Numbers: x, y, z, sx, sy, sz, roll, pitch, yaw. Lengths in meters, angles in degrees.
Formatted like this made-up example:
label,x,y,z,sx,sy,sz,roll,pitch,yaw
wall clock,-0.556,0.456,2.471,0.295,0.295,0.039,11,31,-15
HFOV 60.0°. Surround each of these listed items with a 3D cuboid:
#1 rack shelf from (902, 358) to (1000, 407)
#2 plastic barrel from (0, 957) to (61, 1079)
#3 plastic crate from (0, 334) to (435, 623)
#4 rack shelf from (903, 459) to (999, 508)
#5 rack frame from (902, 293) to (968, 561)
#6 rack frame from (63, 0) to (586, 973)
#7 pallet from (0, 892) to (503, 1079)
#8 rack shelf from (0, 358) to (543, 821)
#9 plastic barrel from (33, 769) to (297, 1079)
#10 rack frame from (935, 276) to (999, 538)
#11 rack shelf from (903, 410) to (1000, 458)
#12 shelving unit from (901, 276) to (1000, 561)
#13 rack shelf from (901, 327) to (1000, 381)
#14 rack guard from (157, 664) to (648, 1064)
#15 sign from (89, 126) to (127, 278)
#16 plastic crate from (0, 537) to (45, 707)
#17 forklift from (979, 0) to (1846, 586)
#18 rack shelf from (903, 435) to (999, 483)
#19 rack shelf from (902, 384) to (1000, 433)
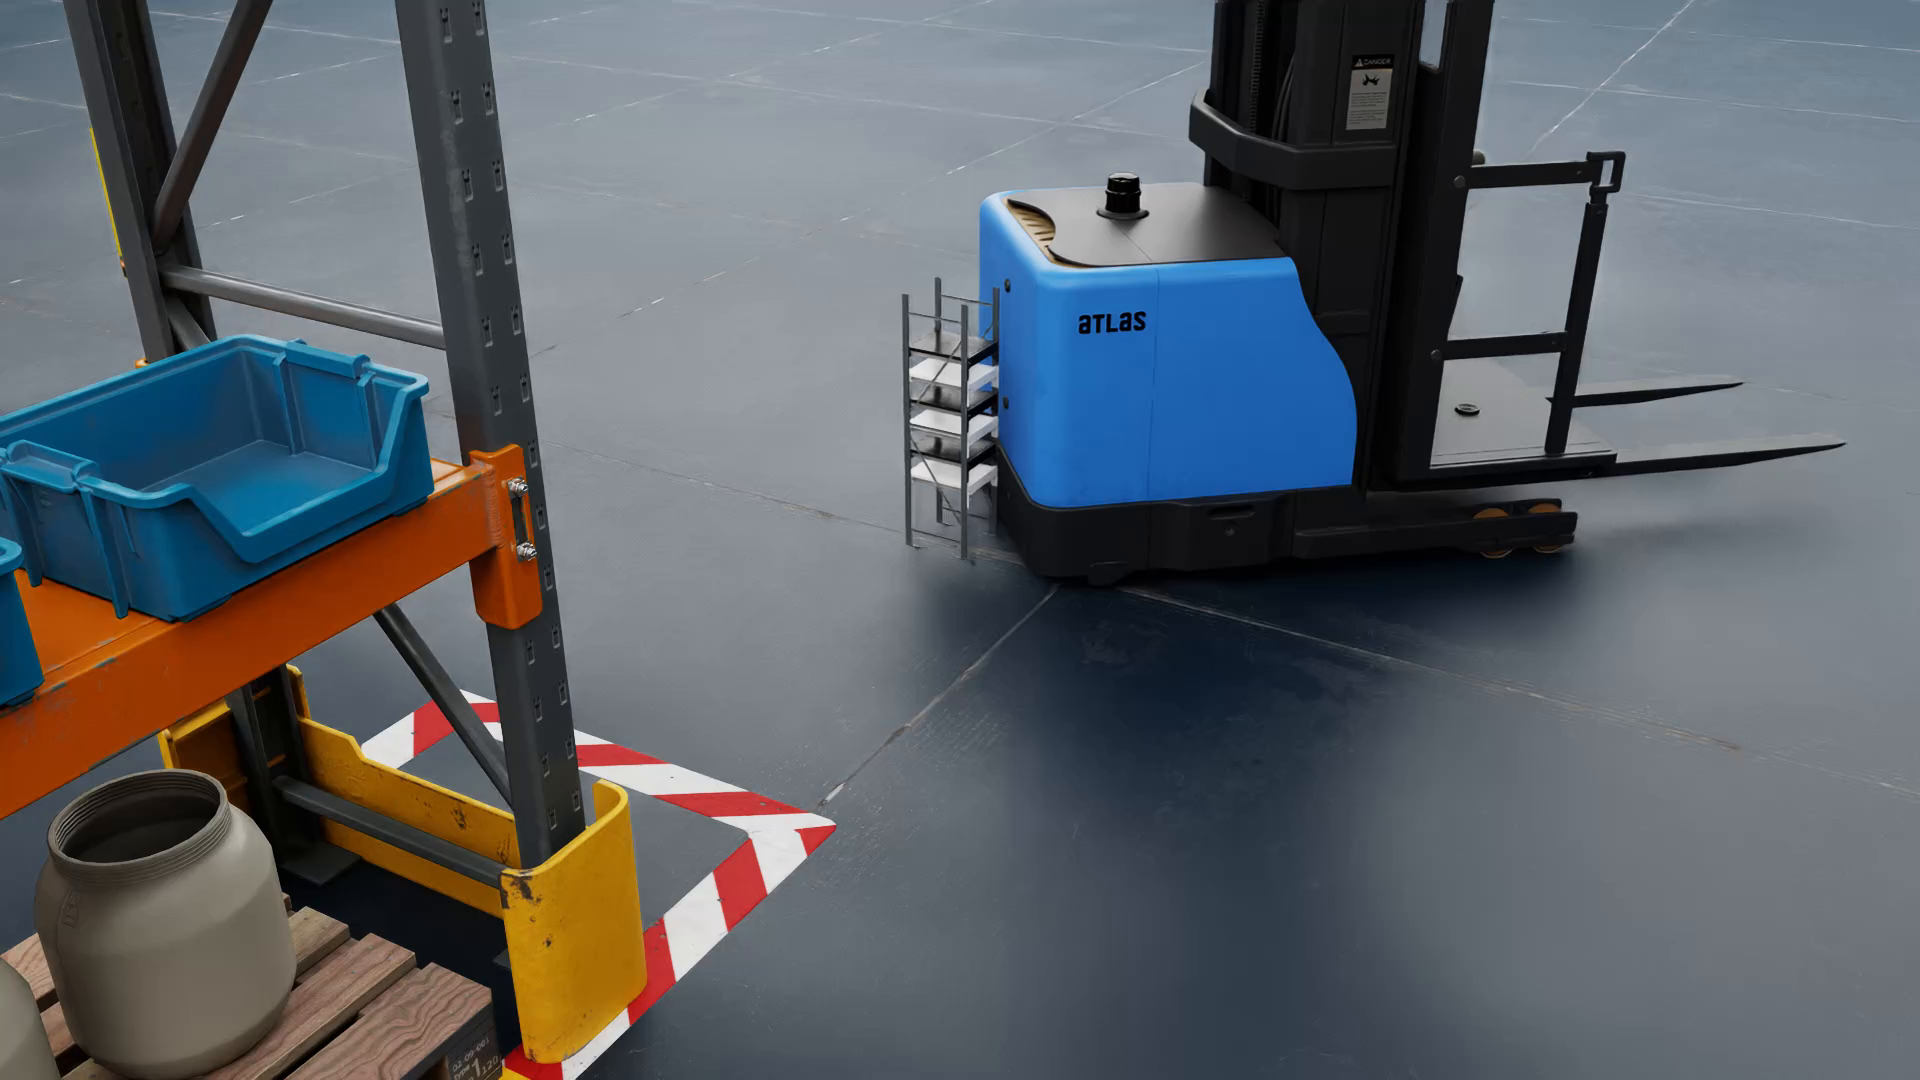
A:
label,x,y,z,sx,sy,sz,roll,pitch,yaw
rack shelf,-0.029,-0.529,5.474,0.258,0.077,0.200,15,30,27
plastic barrel,-1.783,0.939,2.833,0.421,0.512,0.421,0,27,0
plastic crate,-1.265,-0.127,2.818,0.499,0.251,0.616,14,30,26
rack shelf,-0.029,-0.207,5.635,0.258,0.077,0.200,15,30,27
rack frame,-0.080,-0.359,5.461,0.240,0.900,0.006,15,30,27
rack frame,-1.279,-0.454,3.306,1.000,3.000,0.127,14,30,26
pallet,-1.680,1.148,3.220,1.003,0.211,1.213,14,30,26
rack shelf,-2.263,0.647,1.910,1.077,0.370,4.000,14,30,26
plastic barrel,-1.536,0.744,3.223,0.421,0.512,0.421,0,27,0
rack frame,0.022,-0.437,5.618,0.240,0.900,0.006,15,30,27
rack shelf,-0.029,-0.368,5.555,0.258,0.077,0.200,15,30,27
shelving unit,-0.029,-0.398,5.540,0.258,0.900,0.210,15,30,27
rack shelf,-0.029,-0.610,5.434,0.258,0.077,0.200,15,30,27
rack guard,-1.276,0.704,3.786,1.175,0.500,0.348,14,30,26
sign,-1.756,-0.701,3.489,0.100,0.325,0.005,14,30,26
plastic crate,-1.589,0.125,2.315,0.499,0.251,0.408,14,30,26
forklift,1.623,-1.476,5.424,3.031,2.935,1.130,-5,27,-10
rack shelf,-0.029,-0.288,5.595,0.258,0.077,0.200,15,30,27
rack shelf,-0.029,-0.449,5.514,0.258,0.077,0.200,15,30,27
